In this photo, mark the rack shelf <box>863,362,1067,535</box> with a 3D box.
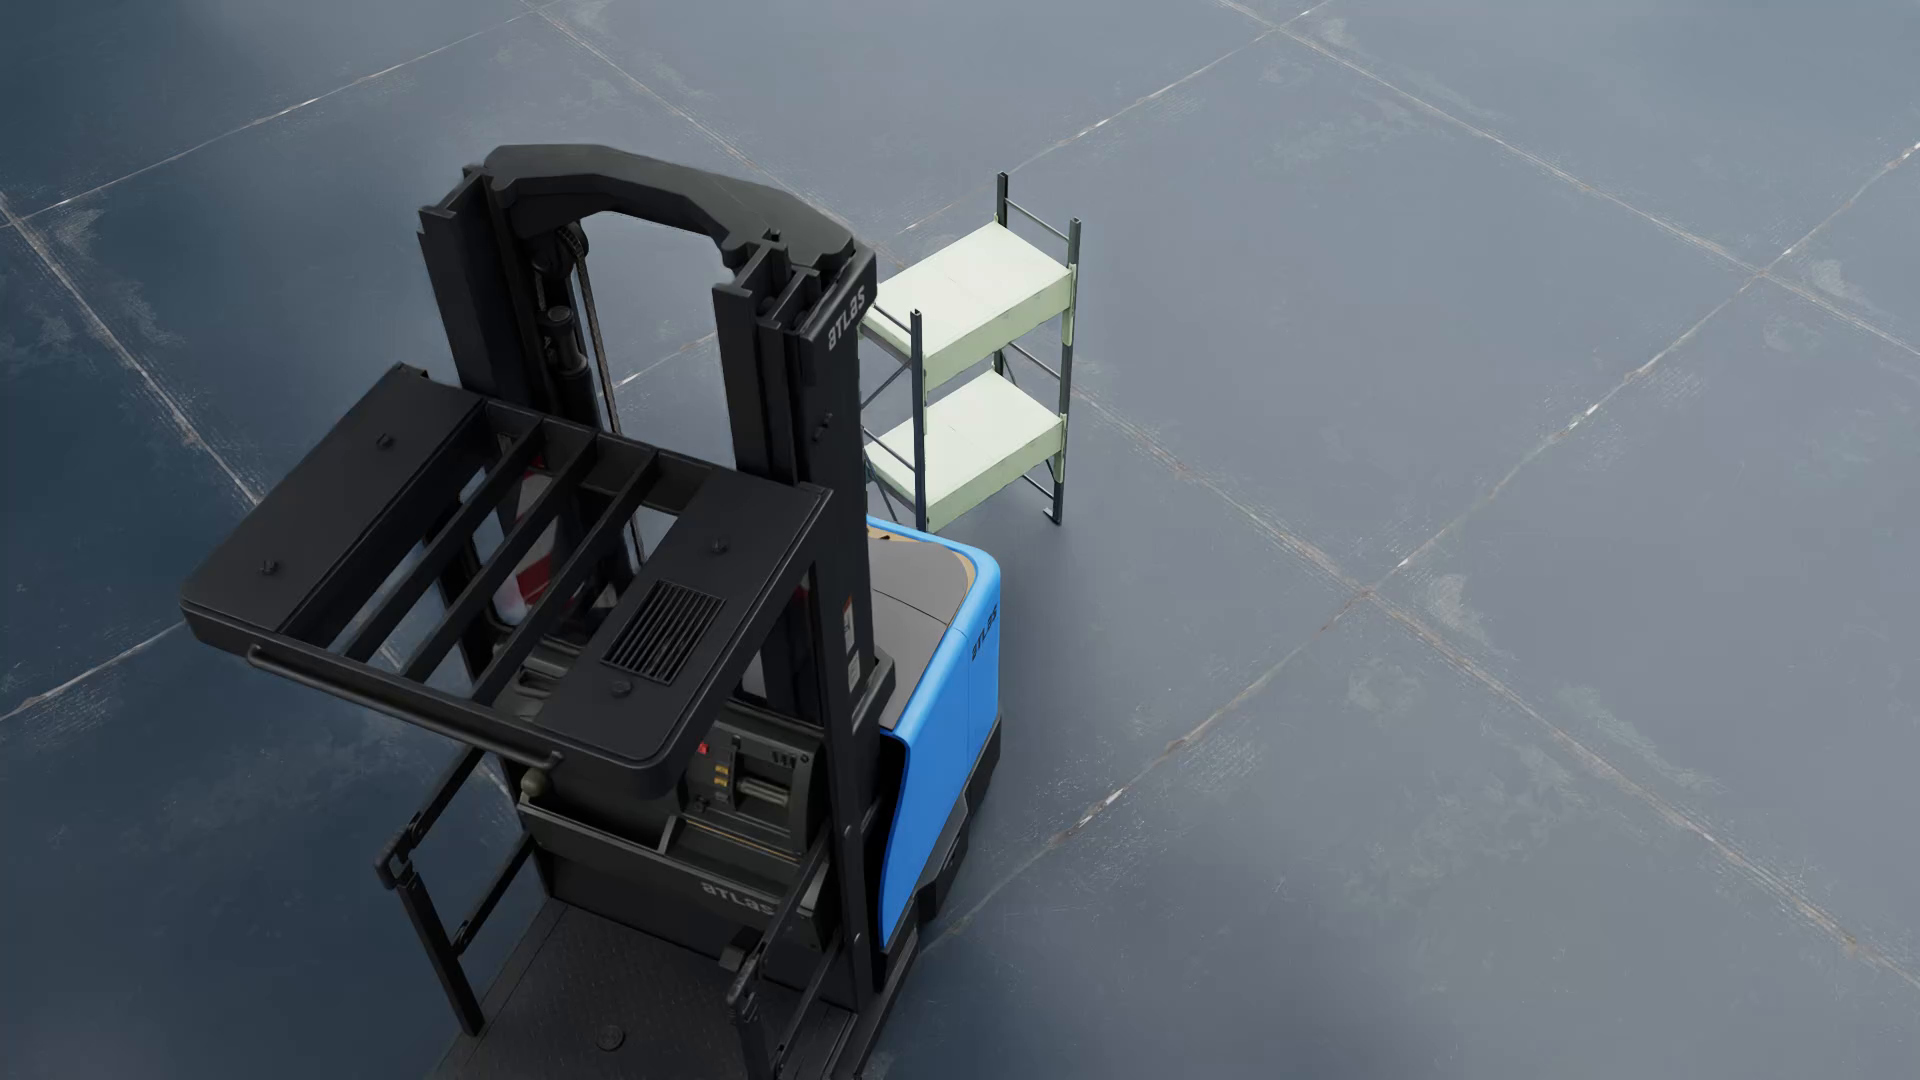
[{"bbox_3d":[0.005,-0.291,6.441,0.720,0.370,0.431,-34,56,-27],"label":"rack shelf"}]

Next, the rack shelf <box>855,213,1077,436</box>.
[{"bbox_3d":[0.005,-0.777,5.915,0.720,0.370,0.431,-34,56,-27],"label":"rack shelf"}]

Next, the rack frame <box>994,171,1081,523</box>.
[{"bbox_3d":[0.276,-0.693,6.369,0.023,1.500,0.400,-34,56,-27],"label":"rack frame"}]

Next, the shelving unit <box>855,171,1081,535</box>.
[{"bbox_3d":[0.005,-0.512,6.202,0.755,1.500,0.431,-34,56,-27],"label":"shelving unit"}]

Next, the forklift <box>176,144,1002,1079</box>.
[{"bbox_3d":[-0.879,0.652,4.154,1.130,2.935,3.031,17,49,15],"label":"forklift"}]

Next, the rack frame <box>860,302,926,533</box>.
[{"bbox_3d":[-0.266,-0.331,6.035,0.023,1.500,0.400,-34,56,-27],"label":"rack frame"}]
